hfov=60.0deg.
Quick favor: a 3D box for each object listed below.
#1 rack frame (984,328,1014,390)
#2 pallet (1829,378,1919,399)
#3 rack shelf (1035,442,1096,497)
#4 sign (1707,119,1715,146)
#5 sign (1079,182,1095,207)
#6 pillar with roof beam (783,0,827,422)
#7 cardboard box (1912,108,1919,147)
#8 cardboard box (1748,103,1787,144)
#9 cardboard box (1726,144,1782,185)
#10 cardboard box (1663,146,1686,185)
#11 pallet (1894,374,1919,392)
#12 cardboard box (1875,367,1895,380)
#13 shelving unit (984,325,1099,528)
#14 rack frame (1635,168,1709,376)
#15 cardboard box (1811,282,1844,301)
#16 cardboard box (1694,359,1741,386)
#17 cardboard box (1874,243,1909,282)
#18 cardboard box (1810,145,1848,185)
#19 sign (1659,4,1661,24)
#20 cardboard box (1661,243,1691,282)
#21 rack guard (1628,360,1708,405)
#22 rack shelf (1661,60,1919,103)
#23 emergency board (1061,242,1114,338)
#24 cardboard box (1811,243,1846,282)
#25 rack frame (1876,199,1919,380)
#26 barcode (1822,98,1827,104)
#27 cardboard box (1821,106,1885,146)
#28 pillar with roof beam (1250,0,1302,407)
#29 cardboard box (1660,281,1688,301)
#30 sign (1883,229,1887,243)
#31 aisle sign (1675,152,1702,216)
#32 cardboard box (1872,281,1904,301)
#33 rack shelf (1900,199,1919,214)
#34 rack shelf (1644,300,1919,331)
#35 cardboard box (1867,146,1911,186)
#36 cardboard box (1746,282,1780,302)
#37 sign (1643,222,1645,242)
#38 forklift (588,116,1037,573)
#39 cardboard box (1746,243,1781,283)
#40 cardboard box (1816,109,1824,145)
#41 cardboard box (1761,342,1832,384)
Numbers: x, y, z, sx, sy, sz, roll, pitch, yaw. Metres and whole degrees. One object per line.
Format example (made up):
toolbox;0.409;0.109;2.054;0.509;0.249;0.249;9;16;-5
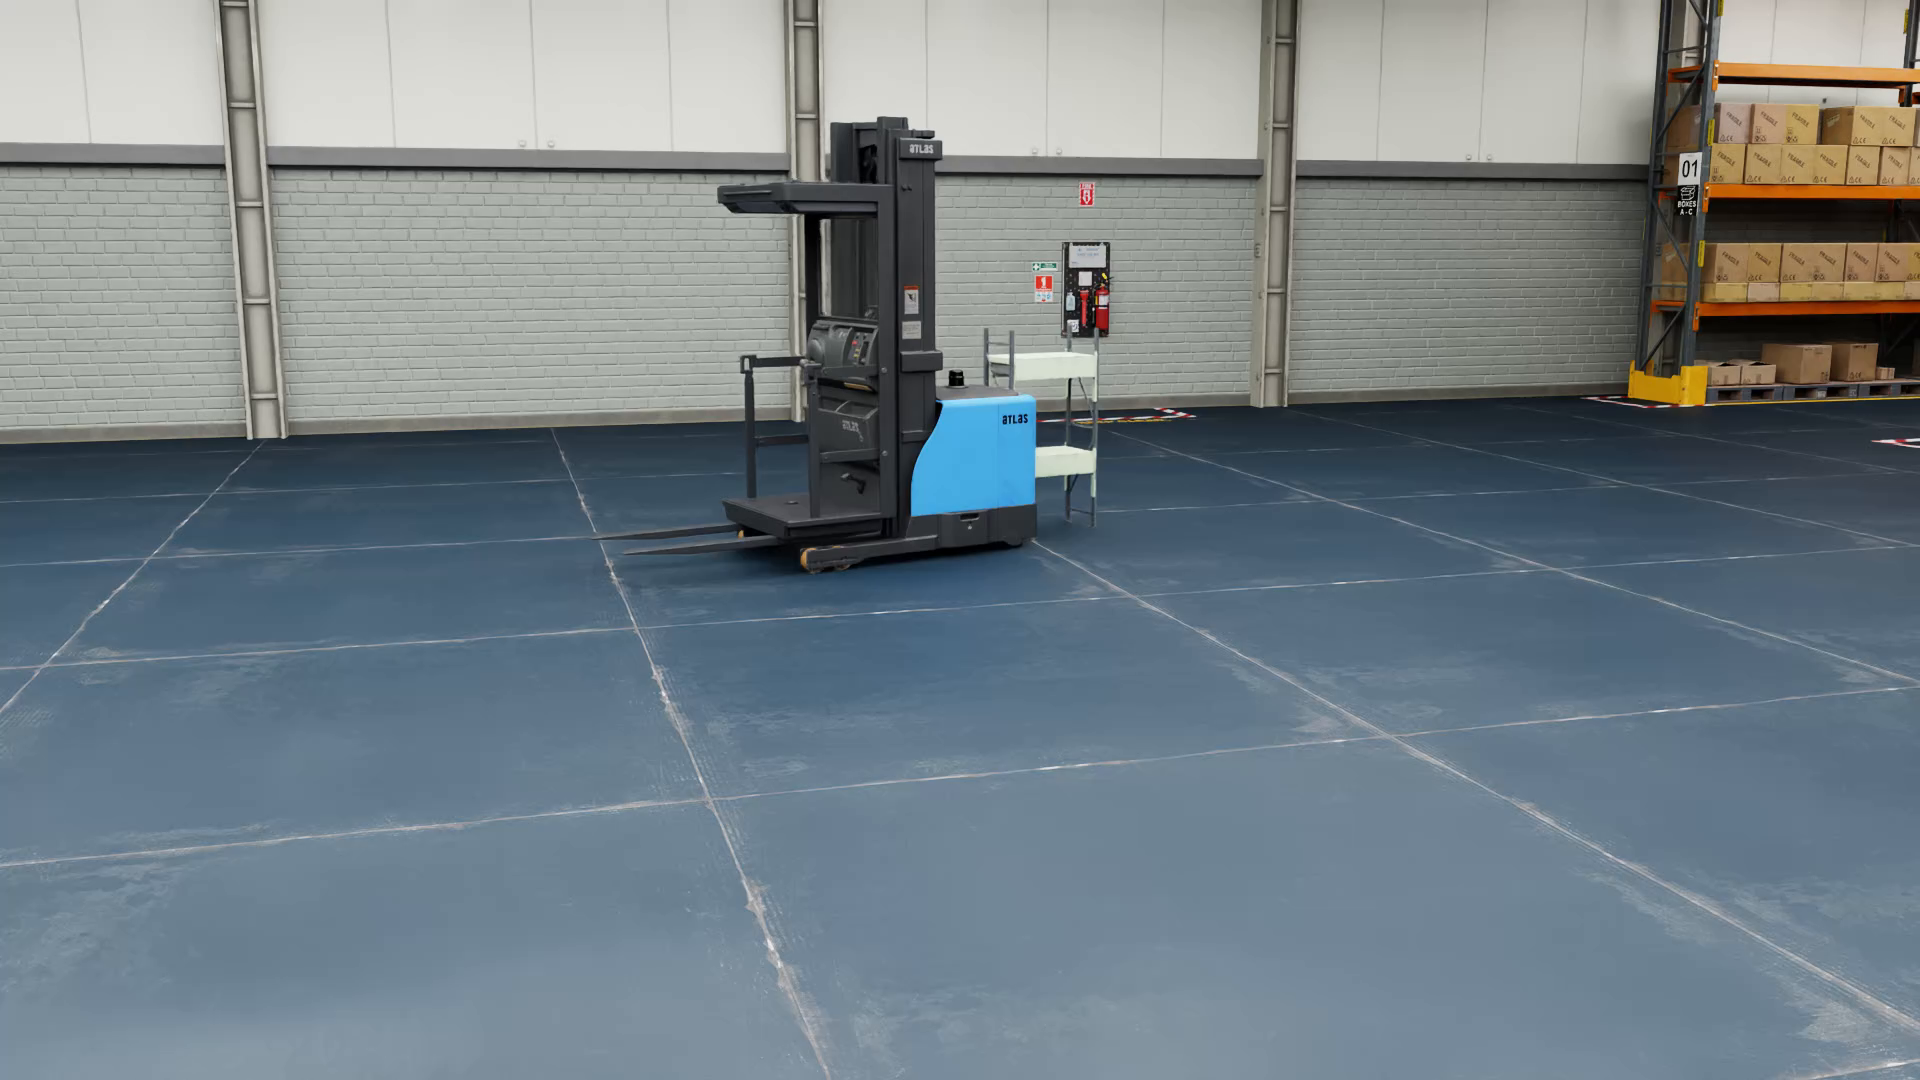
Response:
rack frame;0.282;-0.792;12.206;0.023;1.500;0.400;-6;12;-29
pallet;12.511;-2.114;22.945;1.213;0.211;1.003;-3;11;-16
rack shelf;0.600;-0.504;12.443;0.720;0.370;0.431;-6;12;-29
sign;9.457;-5.134;20.948;0.005;0.325;0.100;-3;11;-16
sign;1.556;-4.244;20.410;0.199;0.298;0.001;-3;11;-16
pillar with roof beam;-0.583;-5.103;14.913;0.400;9.000;9.100;-3;11;-16
cardboard box;12.741;-5.479;22.144;0.500;0.500;0.500;-4;11;-21
cardboard box;10.239;-5.343;21.405;0.500;0.500;0.500;-3;11;-17
cardboard box;10.222;-4.851;21.498;0.500;0.500;0.500;-2;11;-12
cardboard box;9.635;-4.922;21.882;0.500;0.500;0.500;-2;11;-12
pallet;13.893;-2.193;23.378;1.213;0.211;1.003;-3;11;-16
cardboard box;12.641;-2.316;22.952;0.250;0.166;0.380;-5;11;-23
shelving unit;0.600;-0.825;12.384;0.755;1.500;0.431;-6;12;-29
rack frame;9.306;-3.323;21.811;0.127;3.000;1.000;-3;11;-16
cardboard box;11.334;-3.307;22.085;0.500;0.250;0.500;-3;11;-15
cardboard box;9.995;-2.236;22.120;0.500;0.311;0.500;-4;11;-22
cardboard box;12.301;-3.726;22.290;0.500;0.500;0.500;-3;11;-16
cardboard box;11.228;-4.909;21.812;0.500;0.500;0.500;-2;11;-12
sign;9.170;-6.908;21.699;0.005;0.325;0.100;-3;11;-16
cardboard box;9.699;-3.688;22.085;0.500;0.500;0.500;-3;11;-17
rack guard;9.378;-2.097;22.058;0.348;0.500;1.175;-3;11;-16
rack shelf;11.226;-6.019;21.883;4.000;0.370;1.077;-3;11;-16
emergency board;1.592;-3.087;20.528;0.643;1.169;0.194;-3;11;-16
cardboard box;11.315;-3.676;22.018;0.500;0.500;0.500;-3;11;-14
rack frame;13.146;-3.525;22.911;0.127;3.000;1.000;-3;11;-16
barcode;11.691;-5.939;22.491;0.075;0.075;0.001;-3;11;-16
cardboard box;11.719;-5.421;21.830;0.500;0.500;0.500;-3;11;-18
pillar with roof beam;5.178;-5.407;16.563;0.400;9.000;9.100;-3;11;-16
cardboard box;9.700;-3.316;22.134;0.500;0.250;0.500;-3;11;-15
sign;12.988;-4.191;23.329;0.005;0.325;0.100;-3;11;-16
aisle sign;9.320;-4.546;21.273;0.004;0.787;0.394;-3;11;-16
cardboard box;12.295;-3.361;22.377;0.500;0.250;0.500;-3;11;-16
rack shelf;15.066;-4.748;23.254;4.000;0.370;1.077;-3;11;-16
rack shelf;11.226;-3.070;22.426;4.000;0.370;1.077;-3;11;-16
cardboard box;12.241;-4.968;22.129;0.500;0.500;0.500;-4;11;-21
cardboard box;10.357;-3.257;21.813;0.500;0.250;0.500;-3;11;-18
sign;9.170;-4.145;22.207;0.005;0.325;0.100;-3;11;-16
forklift;-0.977;-1.333;11.190;3.031;2.935;1.130;-6;12;-31
cardboard box;10.325;-3.623;21.729;0.500;0.500;0.500;-3;11;-16
cardboard box;11.132;-5.491;22.210;0.500;0.500;0.500;-3;11;-16
cardboard box;11.261;-2.386;22.414;0.500;0.500;0.700;-4;11;-20
